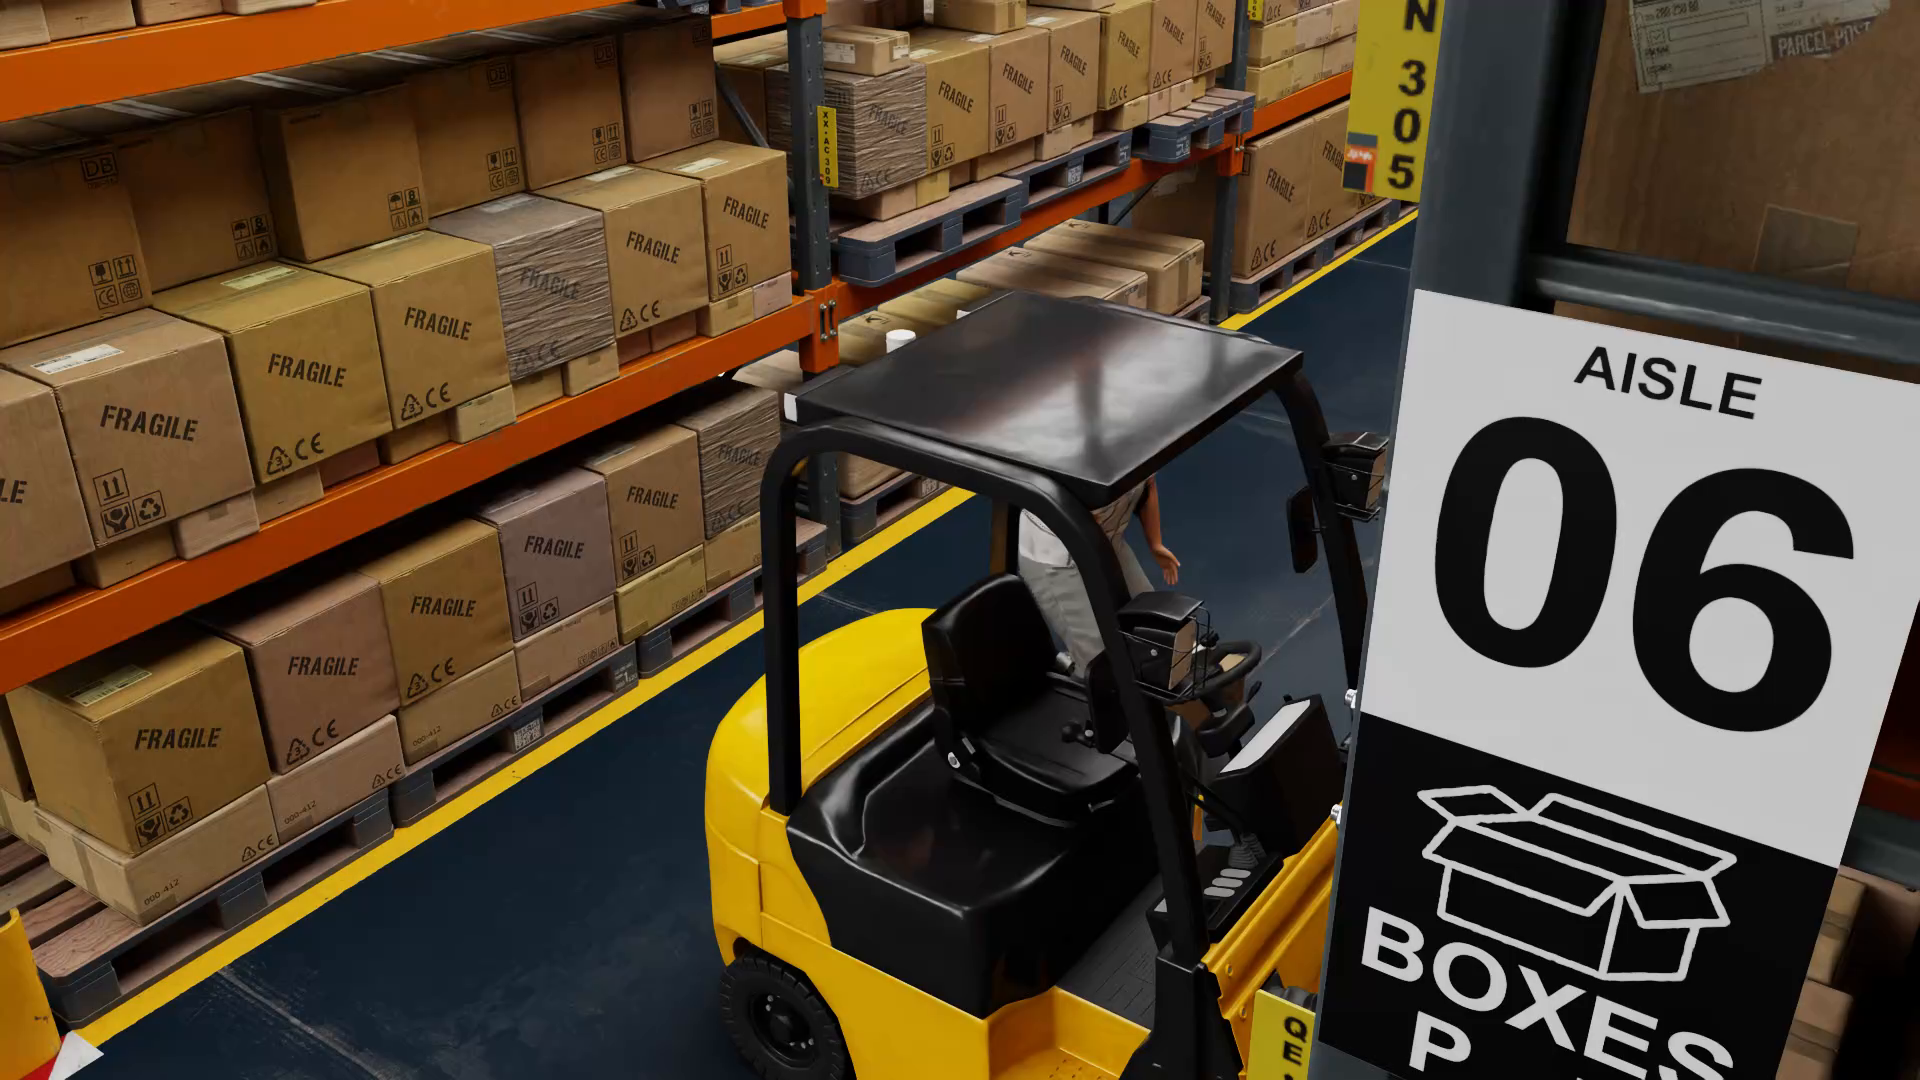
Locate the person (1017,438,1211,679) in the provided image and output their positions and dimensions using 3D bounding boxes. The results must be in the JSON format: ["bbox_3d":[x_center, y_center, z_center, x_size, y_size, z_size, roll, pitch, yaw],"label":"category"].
[{"bbox_3d":[0.554,0.133,6.209,0.743,1.352,0.535,18,32,30],"label":"person"}]
